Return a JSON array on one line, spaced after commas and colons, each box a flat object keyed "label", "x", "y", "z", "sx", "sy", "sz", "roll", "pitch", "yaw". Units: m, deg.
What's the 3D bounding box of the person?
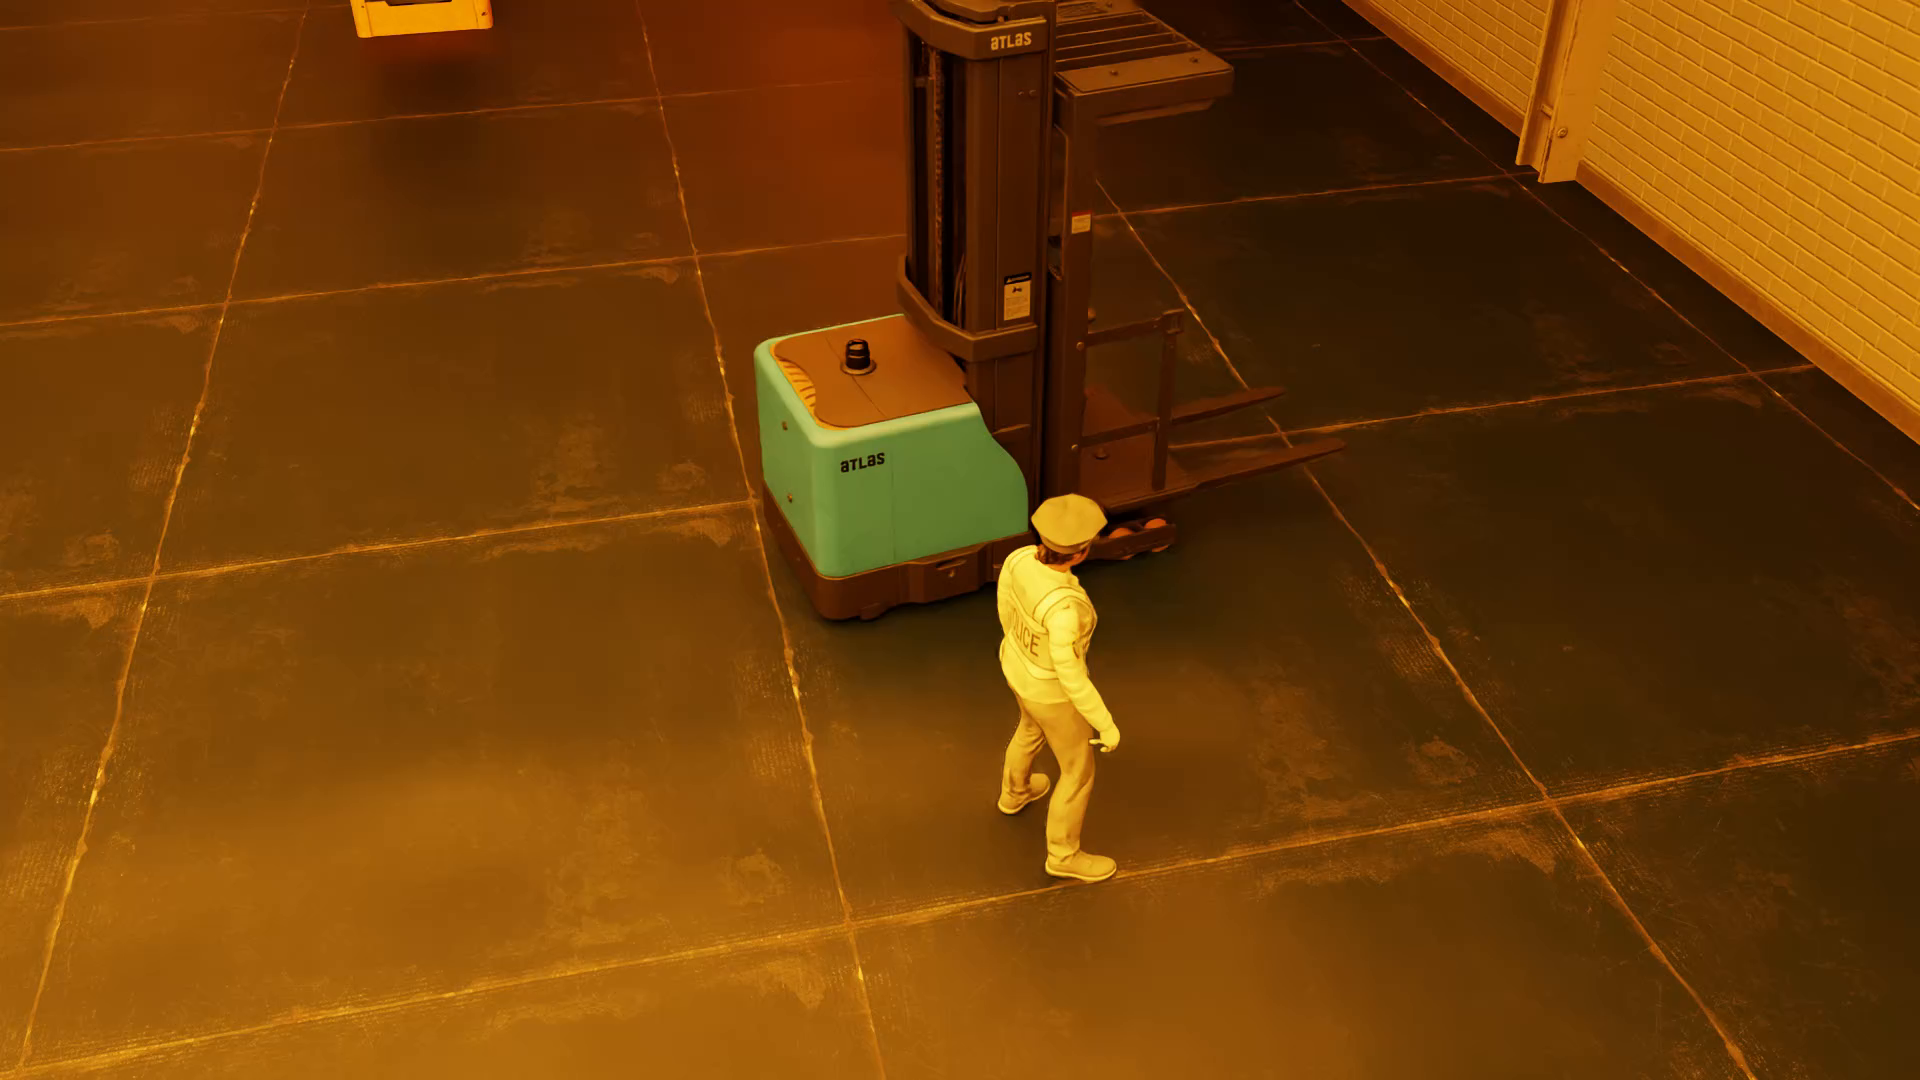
[{"label": "person", "x": 0.365, "y": 0.561, "z": 6.373, "sx": 0.350, "sy": 1.665, "sz": 0.687, "roll": -14, "pitch": 38, "yaw": -19}]

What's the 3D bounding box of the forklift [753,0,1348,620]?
[{"label": "forklift", "x": 0.551, "y": -1.357, "z": 7.936, "sx": 3.031, "sy": 2.935, "sz": 1.130, "roll": -14, "pitch": 38, "yaw": -18}]
